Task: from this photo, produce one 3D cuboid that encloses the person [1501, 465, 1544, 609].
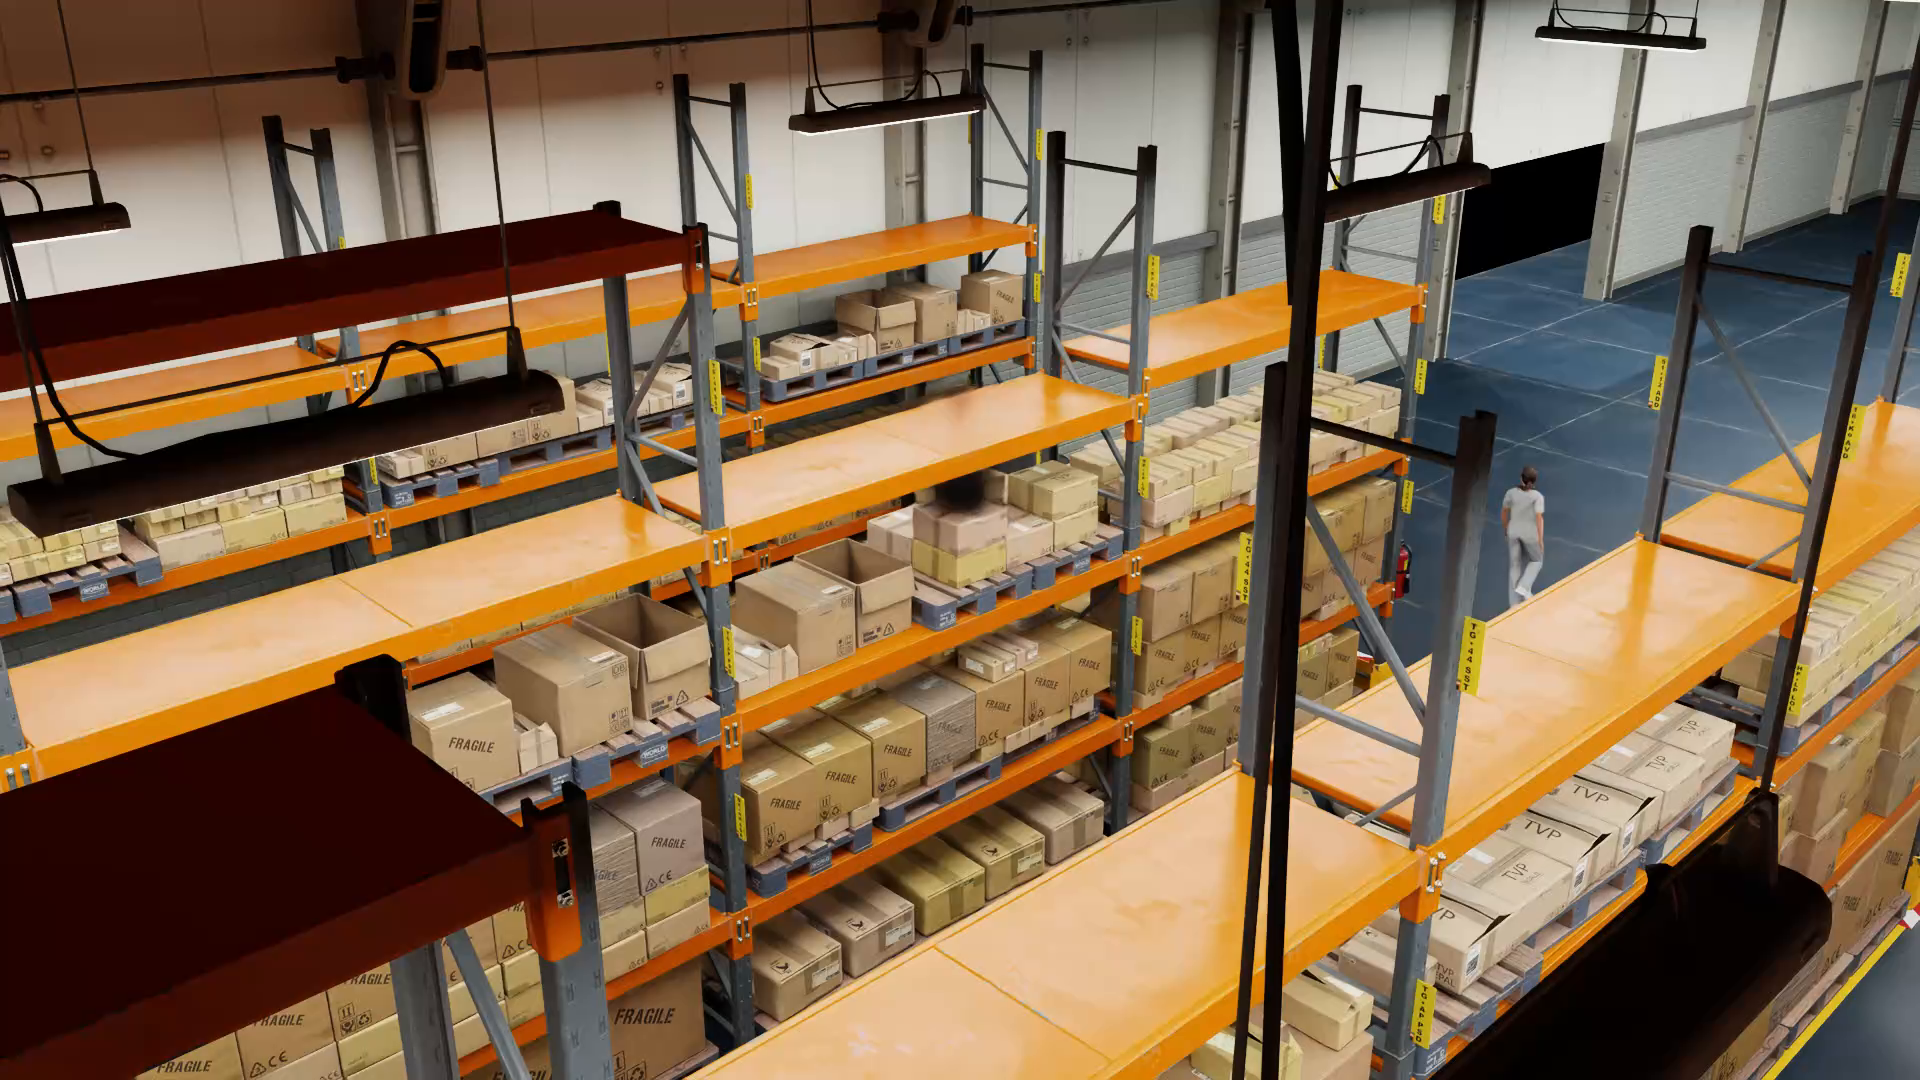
[{"bbox_3d":[6.345,-0.018,18.781,0.567,1.622,0.536,14,26,30],"label":"person"}]
